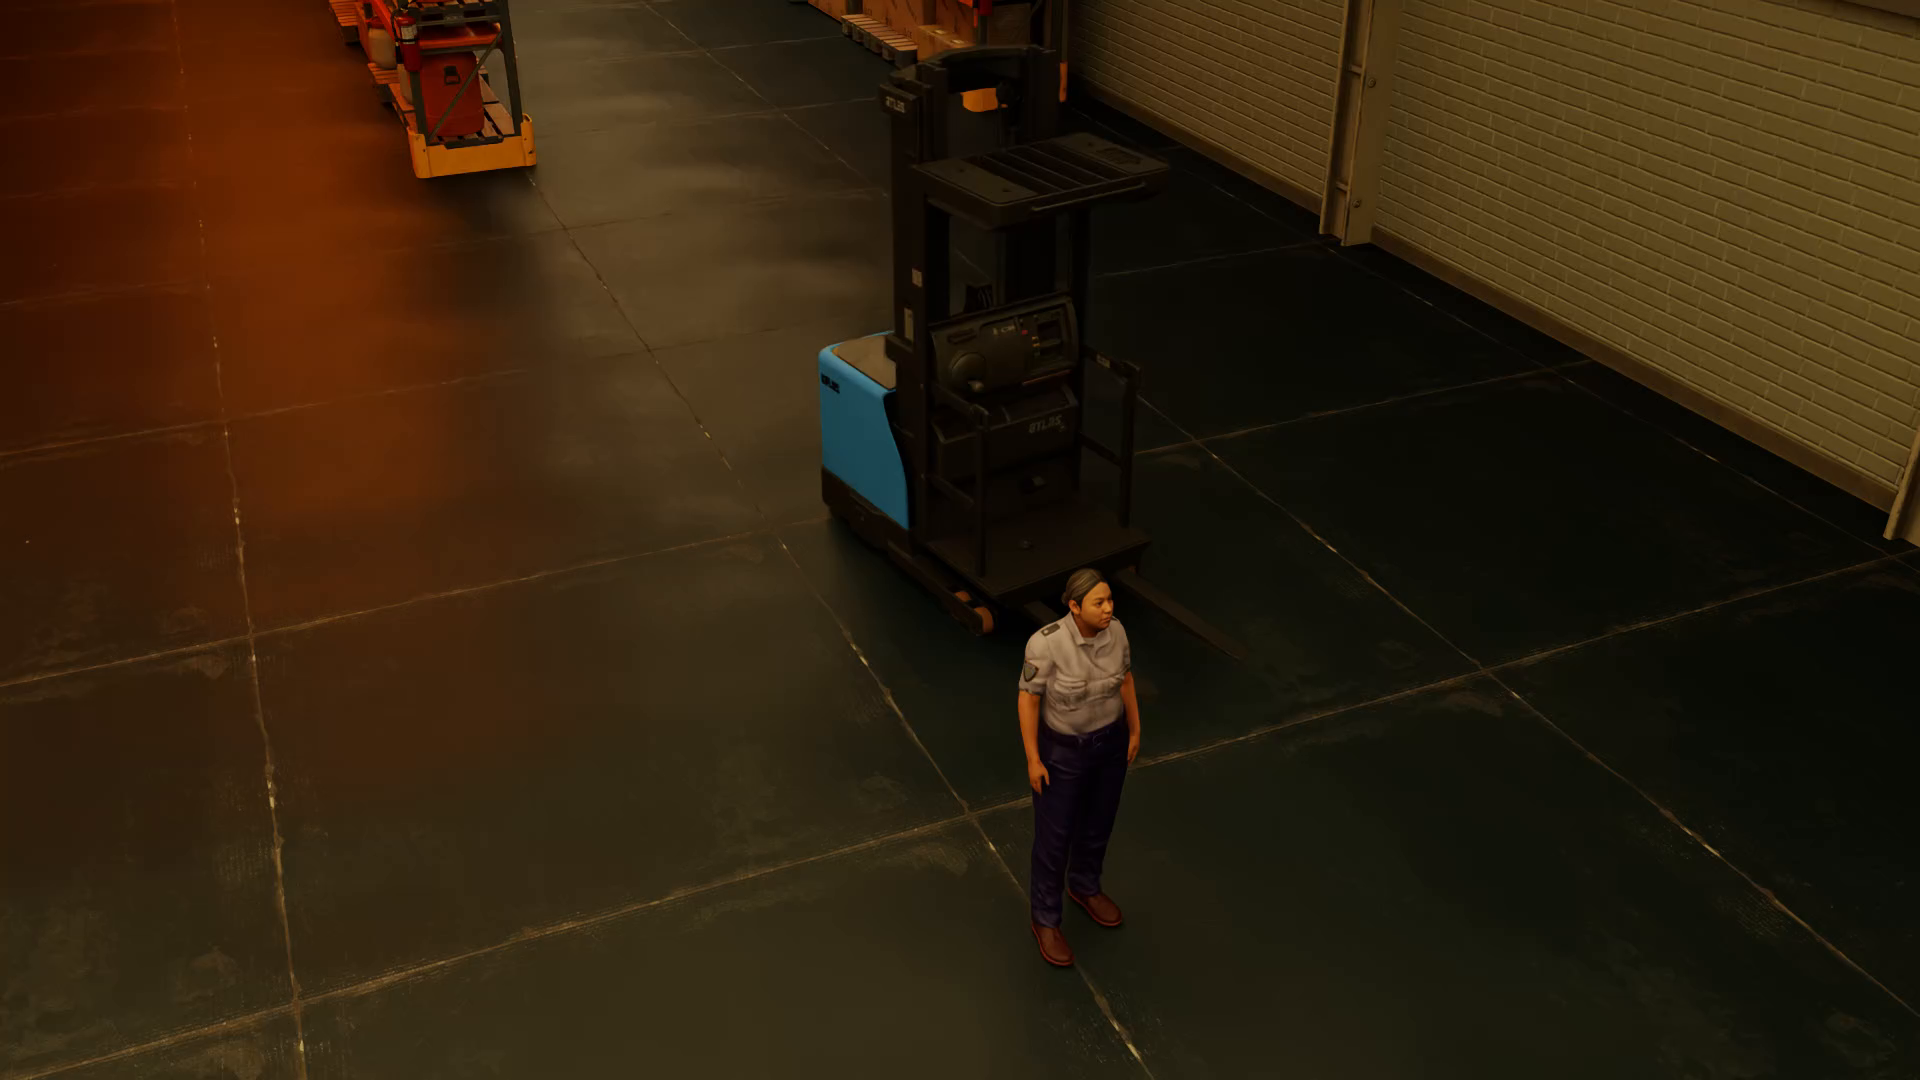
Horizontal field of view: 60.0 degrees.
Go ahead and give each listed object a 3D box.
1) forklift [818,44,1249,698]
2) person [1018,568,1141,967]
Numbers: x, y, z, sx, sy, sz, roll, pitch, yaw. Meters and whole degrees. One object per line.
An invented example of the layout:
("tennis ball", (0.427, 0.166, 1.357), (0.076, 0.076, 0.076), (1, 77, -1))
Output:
("forklift", (0.371, -1.013, 8.891), (1.130, 2.935, 3.031), (-18, 35, -29))
("person", (0.531, 0.911, 6.818), (0.590, 1.645, 0.495), (-16, 34, -26))
